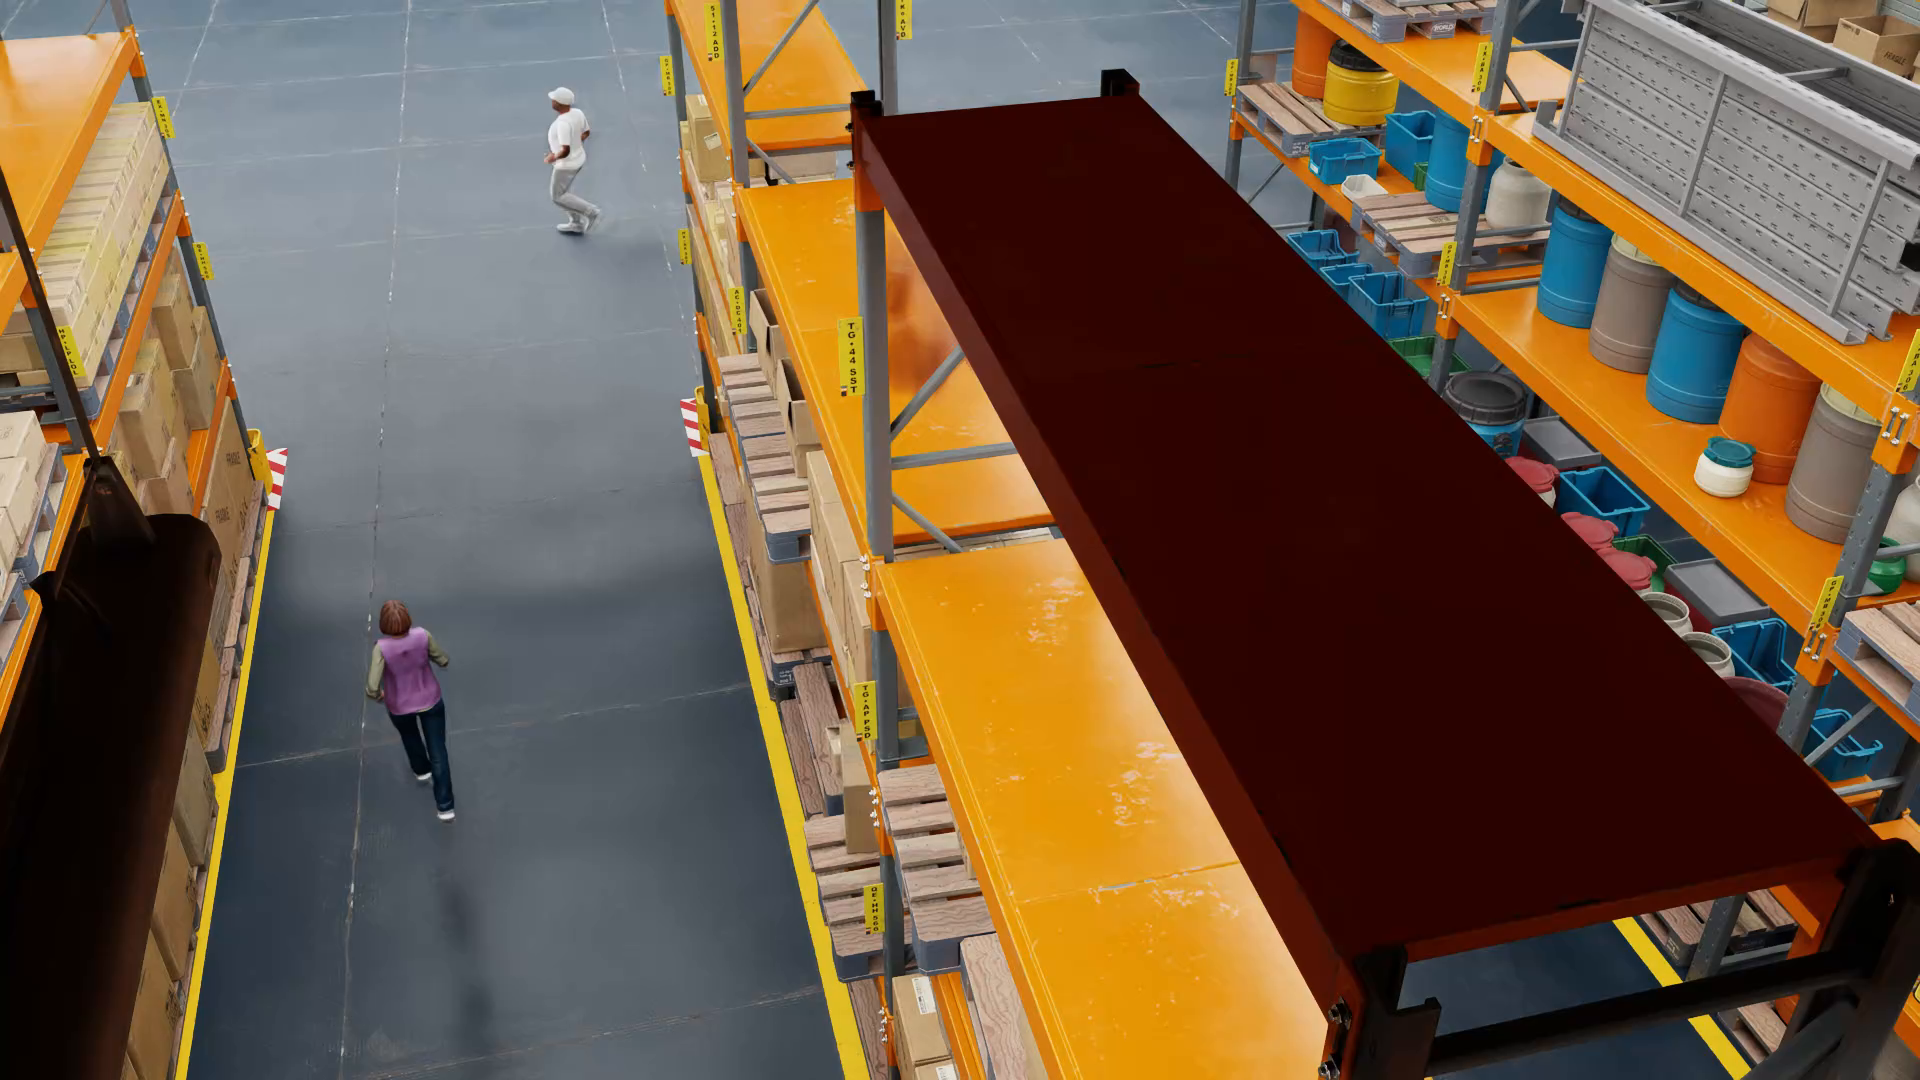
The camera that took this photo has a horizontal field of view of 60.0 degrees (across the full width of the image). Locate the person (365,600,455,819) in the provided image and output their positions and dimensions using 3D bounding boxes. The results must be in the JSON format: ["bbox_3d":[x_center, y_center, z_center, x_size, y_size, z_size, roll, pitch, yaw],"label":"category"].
[{"bbox_3d":[-3.467,1.049,10.586,0.531,1.623,0.776,-14,37,-19],"label":"person"}]

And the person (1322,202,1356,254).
[{"bbox_3d":[3.820,-2.912,16.837,0.745,1.773,0.931,-25,42,-32],"label":"person"}]

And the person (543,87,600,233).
[{"bbox_3d":[-4.398,-4.282,18.825,0.602,1.715,0.697,7,35,9],"label":"person"}]
